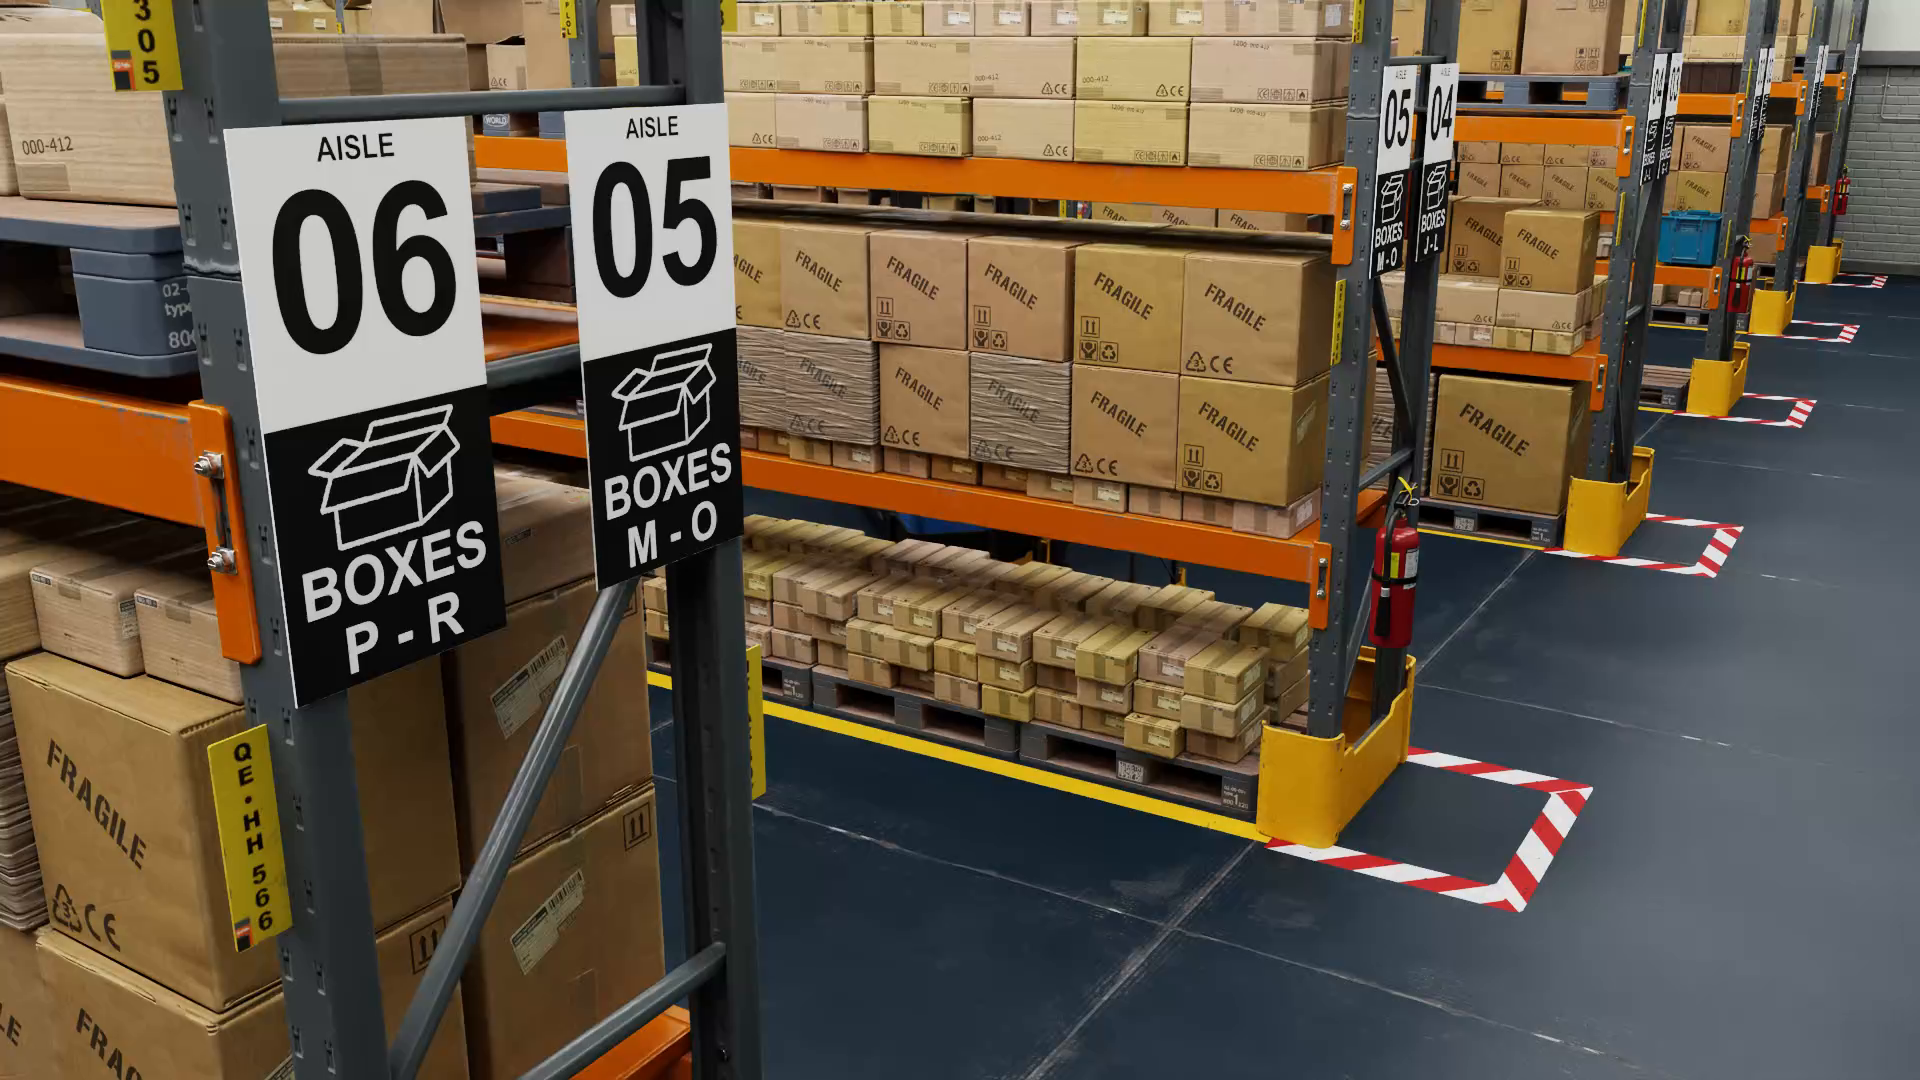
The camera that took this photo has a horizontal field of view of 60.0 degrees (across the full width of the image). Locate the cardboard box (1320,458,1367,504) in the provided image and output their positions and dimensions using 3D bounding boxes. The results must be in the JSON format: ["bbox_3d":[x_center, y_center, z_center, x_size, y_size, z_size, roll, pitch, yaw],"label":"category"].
[{"bbox_3d":[1.675,-0.286,7.593,0.250,0.149,0.380,10,20,30],"label":"cardboard box"}]

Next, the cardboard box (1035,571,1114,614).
[{"bbox_3d":[0.580,0.295,8.407,0.250,0.149,0.380,11,20,32],"label":"cardboard box"}]

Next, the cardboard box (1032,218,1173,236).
[{"bbox_3d":[0.671,-1.238,7.891,0.500,0.500,0.500,10,19,29],"label":"cardboard box"}]

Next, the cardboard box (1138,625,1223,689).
[{"bbox_3d":[1.012,0.533,7.624,0.250,0.149,0.380,11,20,31],"label":"cardboard box"}]

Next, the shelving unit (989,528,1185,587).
[{"bbox_3d":[0.752,-0.336,9.906,1.083,1.500,0.587,13,21,37],"label":"shelving unit"}]

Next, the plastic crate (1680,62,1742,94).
[{"bbox_3d":[6.872,-4.215,15.161,0.590,0.269,0.497,10,20,30],"label":"plastic crate"}]

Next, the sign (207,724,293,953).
[{"bbox_3d":[-1.020,0.431,2.402,0.005,0.325,0.100,10,20,30],"label":"sign"}]

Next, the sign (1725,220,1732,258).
[{"bbox_3d":[6.780,-2.654,14.678,0.005,0.325,0.100,10,20,30],"label":"sign"}]

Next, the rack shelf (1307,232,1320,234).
[{"bbox_3d":[1.941,-3.283,18.267,4.000,0.370,1.077,10,20,30],"label":"rack shelf"}]

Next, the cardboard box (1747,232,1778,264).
[{"bbox_3d":[11.590,-4.255,23.807,0.500,0.500,0.700,10,20,30],"label":"cardboard box"}]

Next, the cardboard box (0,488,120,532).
[{"bbox_3d":[-1.821,0.025,3.130,0.250,0.149,0.380,11,20,31],"label":"cardboard box"}]

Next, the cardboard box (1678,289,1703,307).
[{"bbox_3d":[8.759,-2.902,19.891,0.250,0.166,0.380,10,20,30],"label":"cardboard box"}]

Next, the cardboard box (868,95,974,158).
[{"bbox_3d":[-0.064,-1.873,7.483,0.500,0.250,0.500,11,20,33],"label":"cardboard box"}]

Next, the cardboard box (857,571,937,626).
[{"bbox_3d":[-0.315,0.295,8.407,0.250,0.149,0.380,9,19,28],"label":"cardboard box"}]

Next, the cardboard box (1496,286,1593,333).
[{"bbox_3d":[3.910,-1.567,11.125,0.500,0.250,0.500,10,19,29],"label":"cardboard box"}]

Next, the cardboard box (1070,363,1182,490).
[{"bbox_3d":[0.826,-0.550,7.346,0.500,0.500,0.500,10,19,29],"label":"cardboard box"}]

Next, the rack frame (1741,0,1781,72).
[{"bbox_3d":[7.054,-5.585,14.286,0.127,3.000,1.000,10,20,30],"label":"rack frame"}]

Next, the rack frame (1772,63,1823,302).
[{"bbox_3d":[9.649,-3.941,19.195,0.127,3.000,1.000,10,20,30],"label":"rack frame"}]

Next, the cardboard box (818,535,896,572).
[{"bbox_3d":[-0.555,0.108,9.022,0.250,0.149,0.380,11,20,32],"label":"cardboard box"}]

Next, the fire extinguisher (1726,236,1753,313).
[{"bbox_3d":[6.945,-2.364,14.778,0.183,0.674,0.296,10,20,30],"label":"fire extinguisher"}]

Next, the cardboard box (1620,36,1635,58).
[{"bbox_3d":[7.798,-5.786,19.506,0.500,0.250,0.500,10,20,30],"label":"cardboard box"}]

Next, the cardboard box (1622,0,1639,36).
[{"bbox_3d":[7.962,-6.223,19.652,0.500,0.500,0.700,10,20,30],"label":"cardboard box"}]

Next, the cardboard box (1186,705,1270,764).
[{"bbox_3d":[1.222,0.859,7.573,0.250,0.149,0.380,11,20,31],"label":"cardboard box"}]

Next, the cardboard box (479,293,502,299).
[{"bbox_3d":[-2.521,-1.342,9.325,0.250,0.149,0.380,9,19,28],"label":"cardboard box"}]

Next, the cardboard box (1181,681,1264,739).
[{"bbox_3d":[1.181,0.736,7.468,0.250,0.149,0.380,10,19,29],"label":"cardboard box"}]

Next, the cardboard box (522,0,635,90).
[{"bbox_3d":[-1.894,-2.653,8.897,0.500,0.500,0.700,10,20,30],"label":"cardboard box"}]

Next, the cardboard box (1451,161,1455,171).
[{"bbox_3d":[7.713,-5.756,25.569,0.250,0.149,0.380,10,20,30],"label":"cardboard box"}]

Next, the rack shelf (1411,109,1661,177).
[{"bbox_3d":[2.757,-2.884,11.790,4.000,0.370,1.077,10,20,30],"label":"rack shelf"}]

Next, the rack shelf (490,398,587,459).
[{"bbox_3d":[-3.333,-0.844,10.236,4.000,0.370,1.077,10,20,30],"label":"rack shelf"}]

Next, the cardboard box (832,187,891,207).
[{"bbox_3d":[-0.612,-2.918,13.927,0.637,0.503,0.797,11,20,32],"label":"cardboard box"}]

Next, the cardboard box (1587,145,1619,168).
[{"bbox_3d":[7.813,-4.700,19.799,0.500,0.500,0.500,11,20,32],"label":"cardboard box"}]

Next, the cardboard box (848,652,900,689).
[{"bbox_3d":[-0.360,0.602,8.422,0.250,0.149,0.380,10,19,29],"label":"cardboard box"}]

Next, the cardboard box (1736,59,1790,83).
[{"bbox_3d":[9.074,-5.318,18.823,0.500,0.250,0.500,10,20,30],"label":"cardboard box"}]

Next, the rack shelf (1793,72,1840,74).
[{"bbox_3d":[10.534,-6.657,23.878,3.809,0.124,0.919,10,20,30],"label":"rack shelf"}]

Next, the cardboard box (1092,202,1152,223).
[{"bbox_3d":[1.328,-2.390,12.544,0.500,0.500,0.500,10,20,30],"label":"cardboard box"}]

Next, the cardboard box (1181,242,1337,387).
[{"bbox_3d":[1.260,-0.952,6.950,0.500,0.500,0.500,10,19,29],"label":"cardboard box"}]

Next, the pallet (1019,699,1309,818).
[{"bbox_3d":[1.041,0.915,8.006,1.213,0.211,1.003,10,20,30],"label":"pallet"}]

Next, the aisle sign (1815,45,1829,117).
[{"bbox_3d":[9.861,-5.247,19.023,0.004,0.787,0.394,10,20,30],"label":"aisle sign"}]

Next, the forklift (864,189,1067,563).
[{"bbox_3d":[-0.118,-1.596,11.594,1.130,2.935,3.031,-4,17,-12],"label":"forklift"}]

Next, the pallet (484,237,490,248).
[{"bbox_3d":[-5.189,-3.070,16.655,1.213,0.211,1.003,10,20,30],"label":"pallet"}]

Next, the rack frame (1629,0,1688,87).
[{"bbox_3d":[4.462,-4.359,10.248,0.127,3.000,1.000,10,20,30],"label":"rack frame"}]

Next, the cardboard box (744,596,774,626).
[{"bbox_3d":[-0.998,0.316,8.851,0.250,0.149,0.380,10,20,30],"label":"cardboard box"}]

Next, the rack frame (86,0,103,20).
[{"bbox_3d":[-5.037,-4.363,10.261,0.127,3.000,1.000,10,20,30],"label":"rack frame"}]

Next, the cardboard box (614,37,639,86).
[{"bbox_3d":[-1.344,-2.354,8.206,0.500,0.250,0.500,11,20,32],"label":"cardboard box"}]

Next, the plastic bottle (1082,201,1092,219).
[{"bbox_3d":[1.397,-3.543,18.085,0.133,0.283,0.061,10,20,30],"label":"plastic bottle"}]

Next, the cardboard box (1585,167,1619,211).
[{"bbox_3d":[7.830,-4.222,19.947,0.500,0.500,0.500,10,19,29],"label":"cardboard box"}]

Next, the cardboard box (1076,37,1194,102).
[{"bbox_3d":[0.818,-1.962,6.918,0.500,0.250,0.500,10,19,29],"label":"cardboard box"}]

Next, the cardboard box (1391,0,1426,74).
[{"bbox_3d":[3.108,-3.468,11.410,0.500,0.500,0.700,9,19,26],"label":"cardboard box"}]

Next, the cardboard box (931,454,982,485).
[{"bbox_3d":[0.068,-0.389,7.932,0.250,0.149,0.380,11,20,31],"label":"cardboard box"}]

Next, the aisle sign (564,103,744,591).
[{"bbox_3d":[-0.511,-0.339,2.863,0.004,0.787,0.394,10,20,30],"label":"aisle sign"}]

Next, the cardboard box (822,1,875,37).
[{"bbox_3d":[-0.413,-2.361,7.544,0.250,0.149,0.380,11,20,33],"label":"cardboard box"}]

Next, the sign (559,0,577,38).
[{"bbox_3d":[-1.916,-2.617,8.107,0.005,0.325,0.100,10,20,30],"label":"sign"}]

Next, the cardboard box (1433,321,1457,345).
[{"bbox_3d":[3.337,-1.457,11.448,0.250,0.149,0.380,11,20,31],"label":"cardboard box"}]

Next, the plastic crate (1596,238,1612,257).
[{"bbox_3d":[6.025,-2.744,15.606,0.243,0.136,0.396,10,20,30],"label":"plastic crate"}]

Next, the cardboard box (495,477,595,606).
[{"bbox_3d":[-0.882,0.007,3.189,0.250,0.149,0.380,11,20,31],"label":"cardboard box"}]
